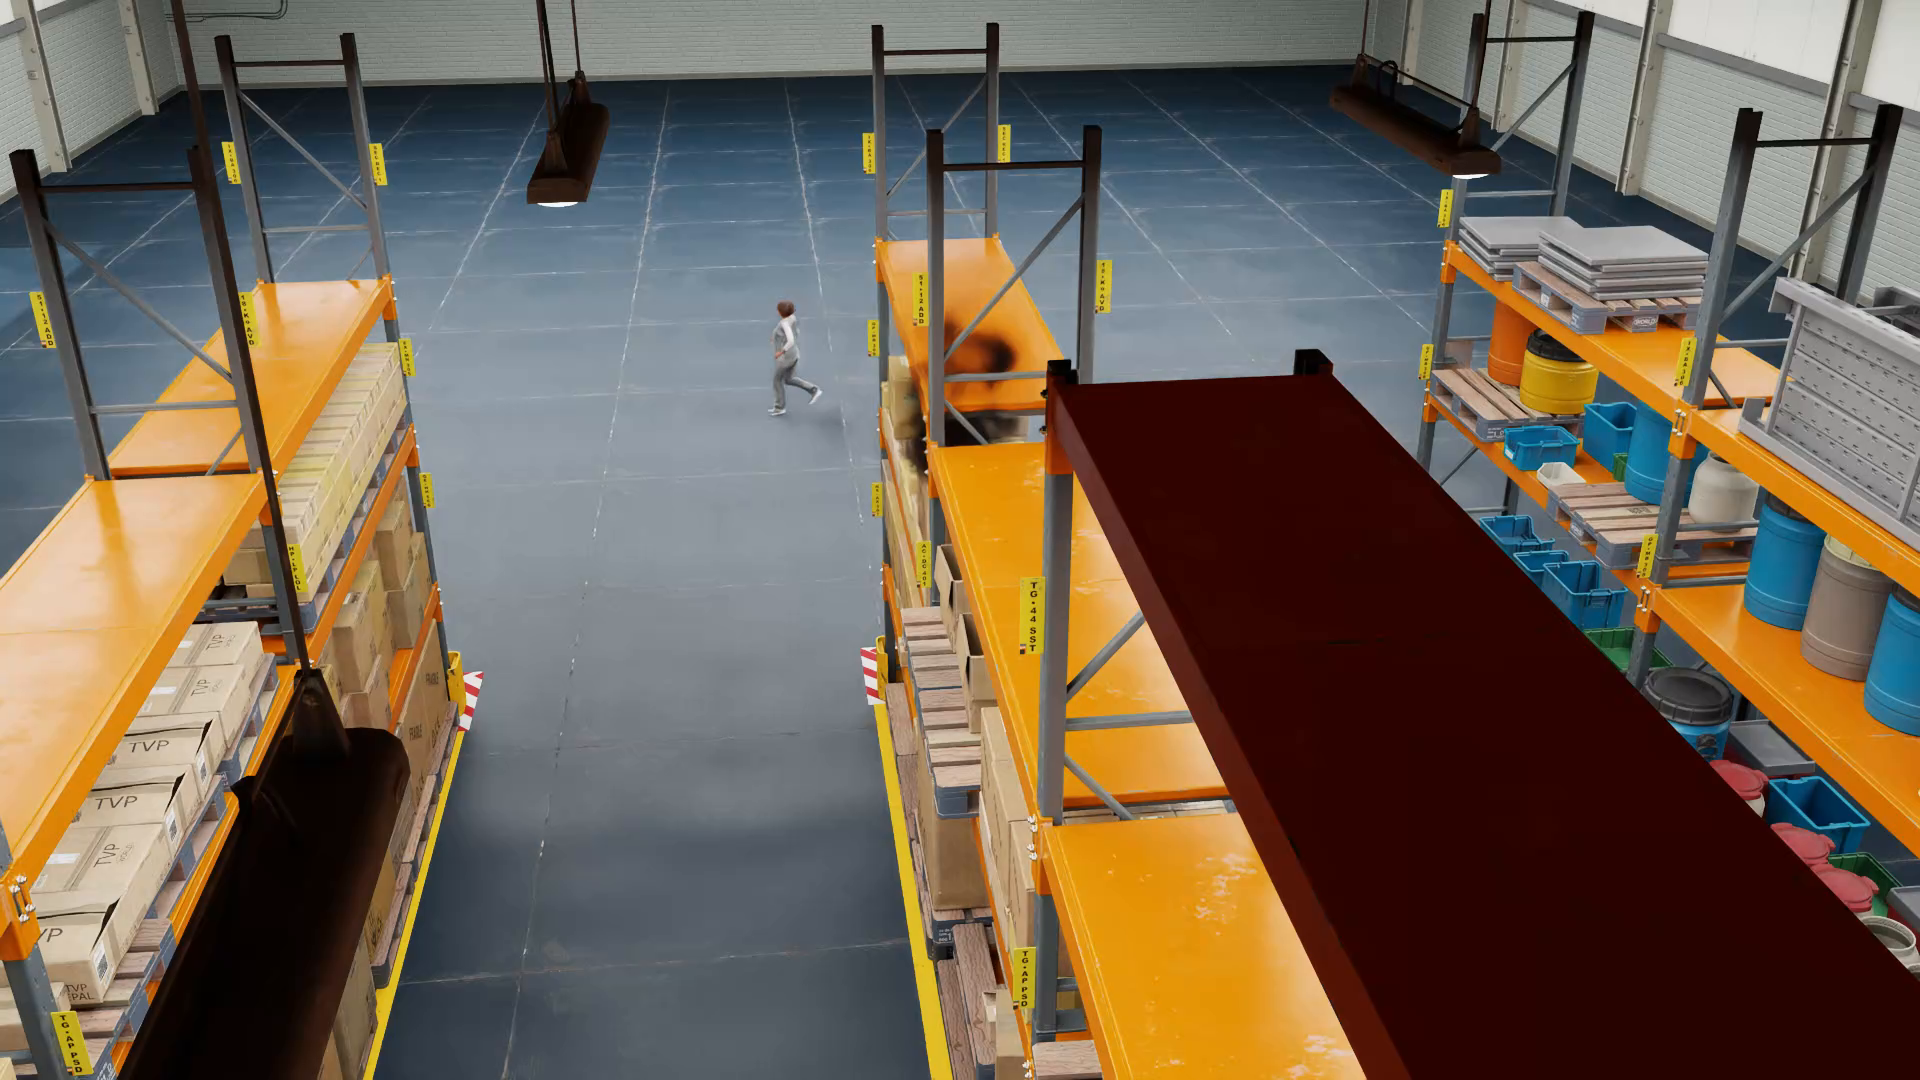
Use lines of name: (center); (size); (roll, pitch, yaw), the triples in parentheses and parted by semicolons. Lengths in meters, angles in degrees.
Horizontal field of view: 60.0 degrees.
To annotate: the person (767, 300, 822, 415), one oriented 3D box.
person: (-2.194, -2.350, 21.633); (0.774, 1.598, 0.553); (7, 26, 14)
